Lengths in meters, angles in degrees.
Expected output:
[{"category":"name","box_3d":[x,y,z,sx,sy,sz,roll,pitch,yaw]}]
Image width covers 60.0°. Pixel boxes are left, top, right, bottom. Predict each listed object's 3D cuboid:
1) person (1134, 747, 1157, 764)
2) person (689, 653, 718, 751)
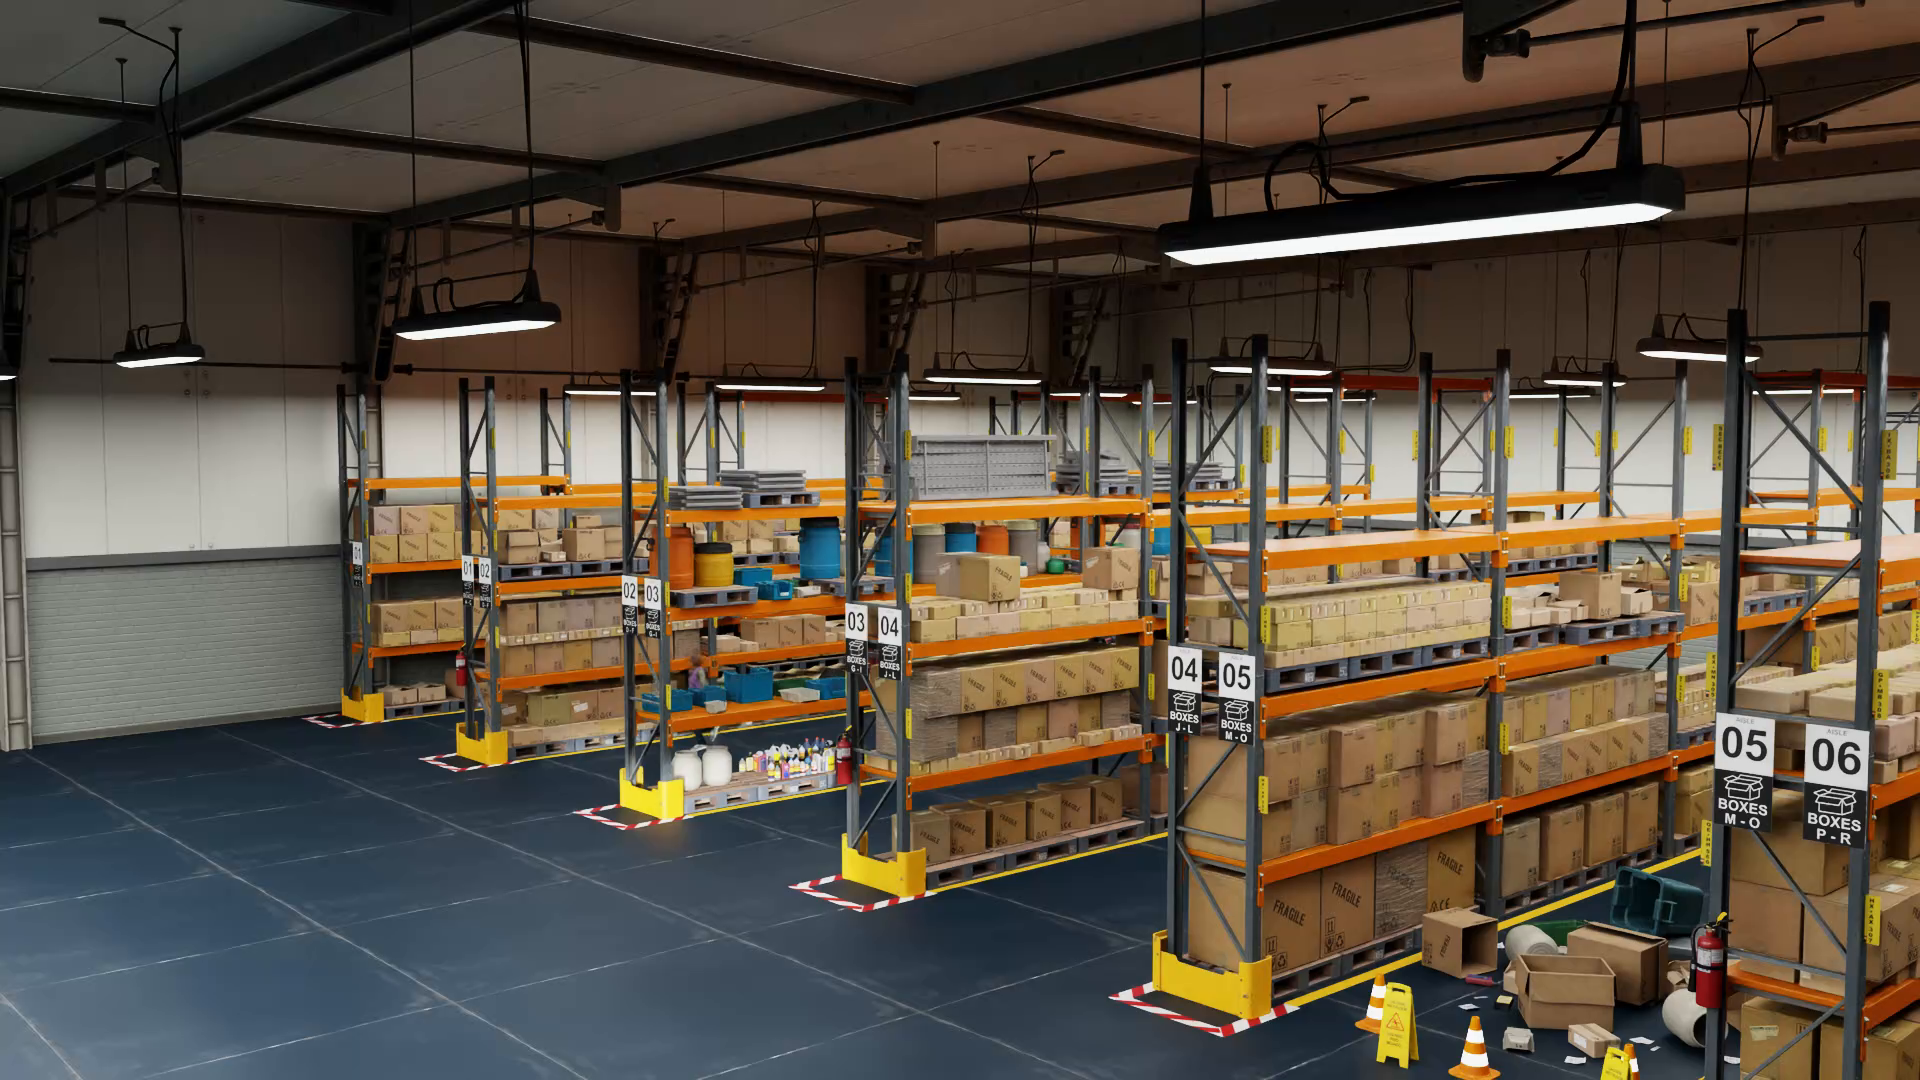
[{"category":"person","box_3d":[2.664,2.677,24.469,0.705,1.794,0.661,-1,4,-15]},{"category":"person","box_3d":[-4.178,2.621,26.951,0.496,1.571,0.480,-2,4,-22]}]
